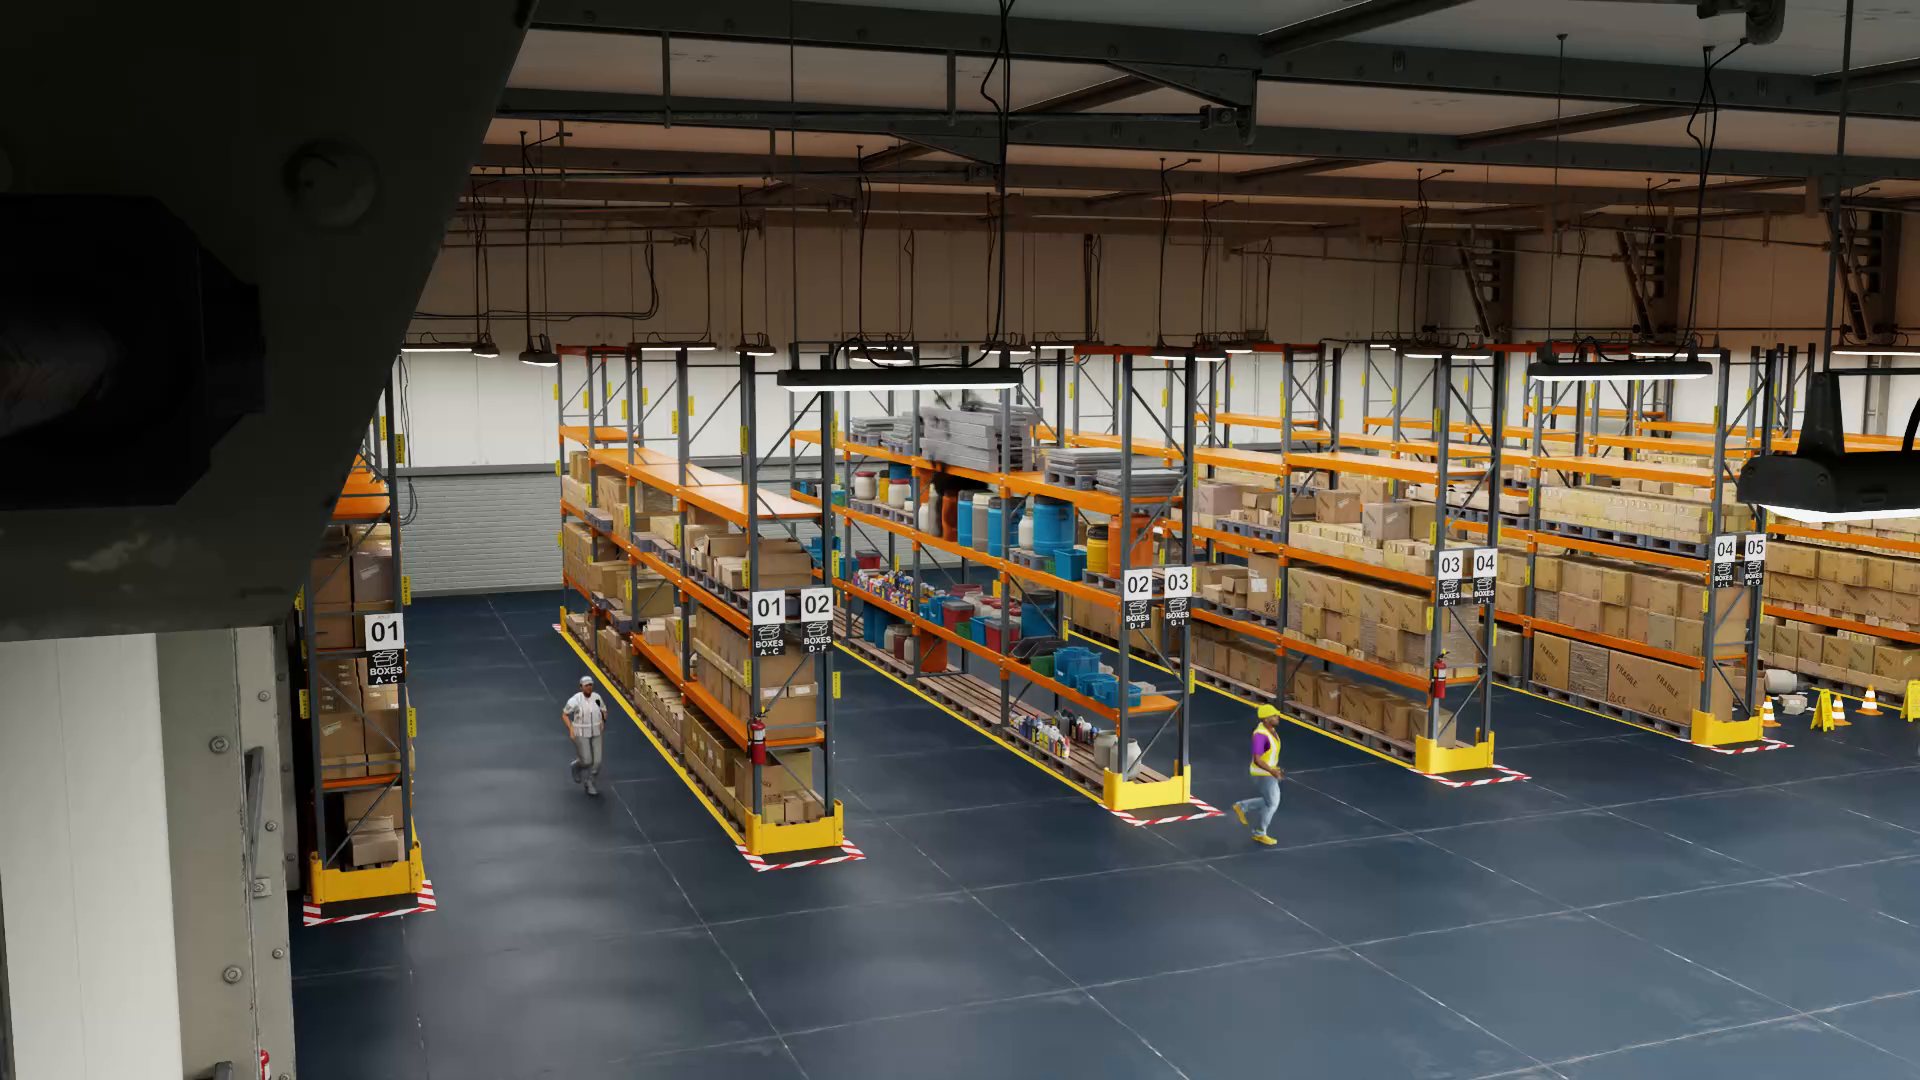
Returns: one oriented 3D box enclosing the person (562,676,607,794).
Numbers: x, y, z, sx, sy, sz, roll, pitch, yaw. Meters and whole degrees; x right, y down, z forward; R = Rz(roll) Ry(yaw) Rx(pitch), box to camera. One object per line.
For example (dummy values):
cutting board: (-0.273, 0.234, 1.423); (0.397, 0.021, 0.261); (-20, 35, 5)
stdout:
person: (-5.079, 2.660, 22.699); (0.608, 1.623, 0.549); (-5, 9, -34)

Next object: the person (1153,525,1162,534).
person: (4.630, 0.295, 40.523); (0.709, 1.744, 0.933); (6, 9, 37)

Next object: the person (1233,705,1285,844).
person: (3.714, 2.879, 20.587); (0.664, 1.739, 0.717); (2, 8, 19)
